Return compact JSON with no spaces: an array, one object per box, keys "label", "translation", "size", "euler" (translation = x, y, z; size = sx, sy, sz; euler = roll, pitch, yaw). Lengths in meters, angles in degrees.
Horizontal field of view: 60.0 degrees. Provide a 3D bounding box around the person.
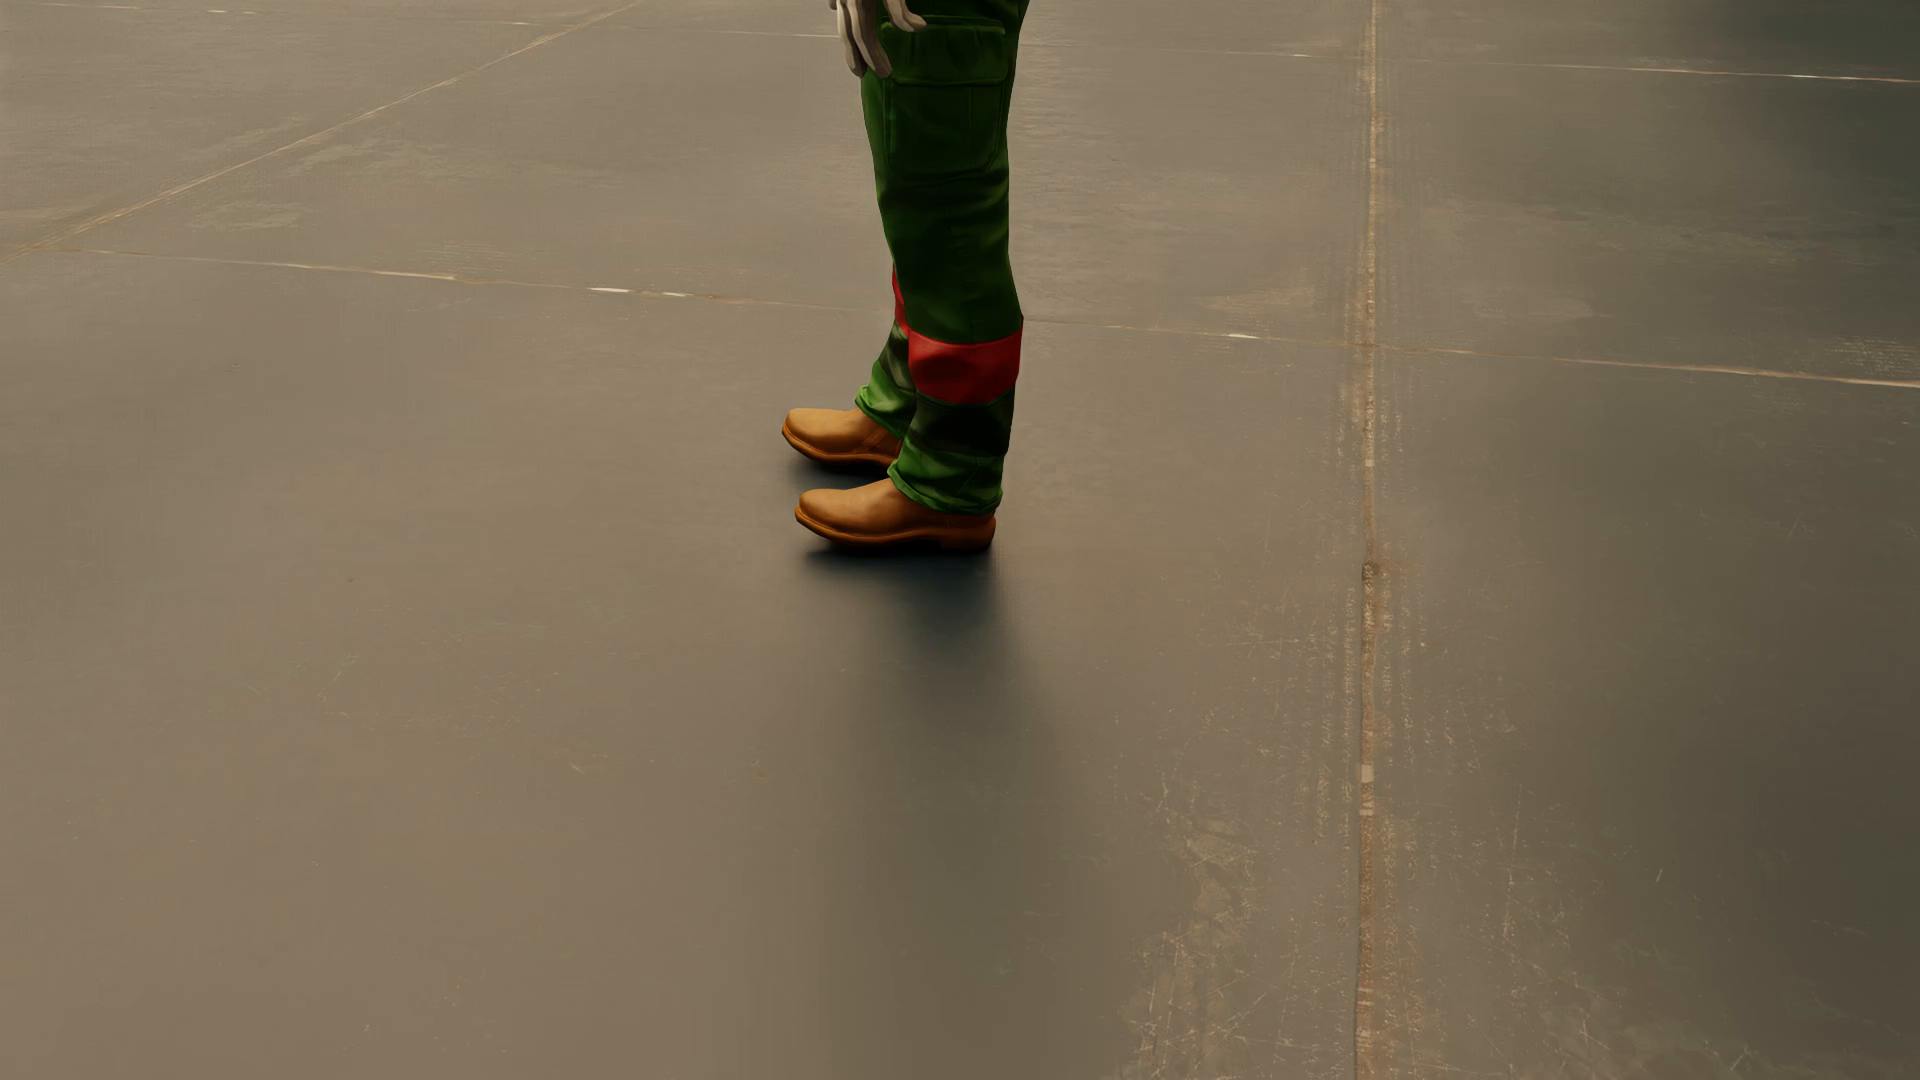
[{"label":"person","translation":[-0.075,-0.818,2.119],"size":[0.564,1.787,0.638],"euler":[6,27,11]}]
